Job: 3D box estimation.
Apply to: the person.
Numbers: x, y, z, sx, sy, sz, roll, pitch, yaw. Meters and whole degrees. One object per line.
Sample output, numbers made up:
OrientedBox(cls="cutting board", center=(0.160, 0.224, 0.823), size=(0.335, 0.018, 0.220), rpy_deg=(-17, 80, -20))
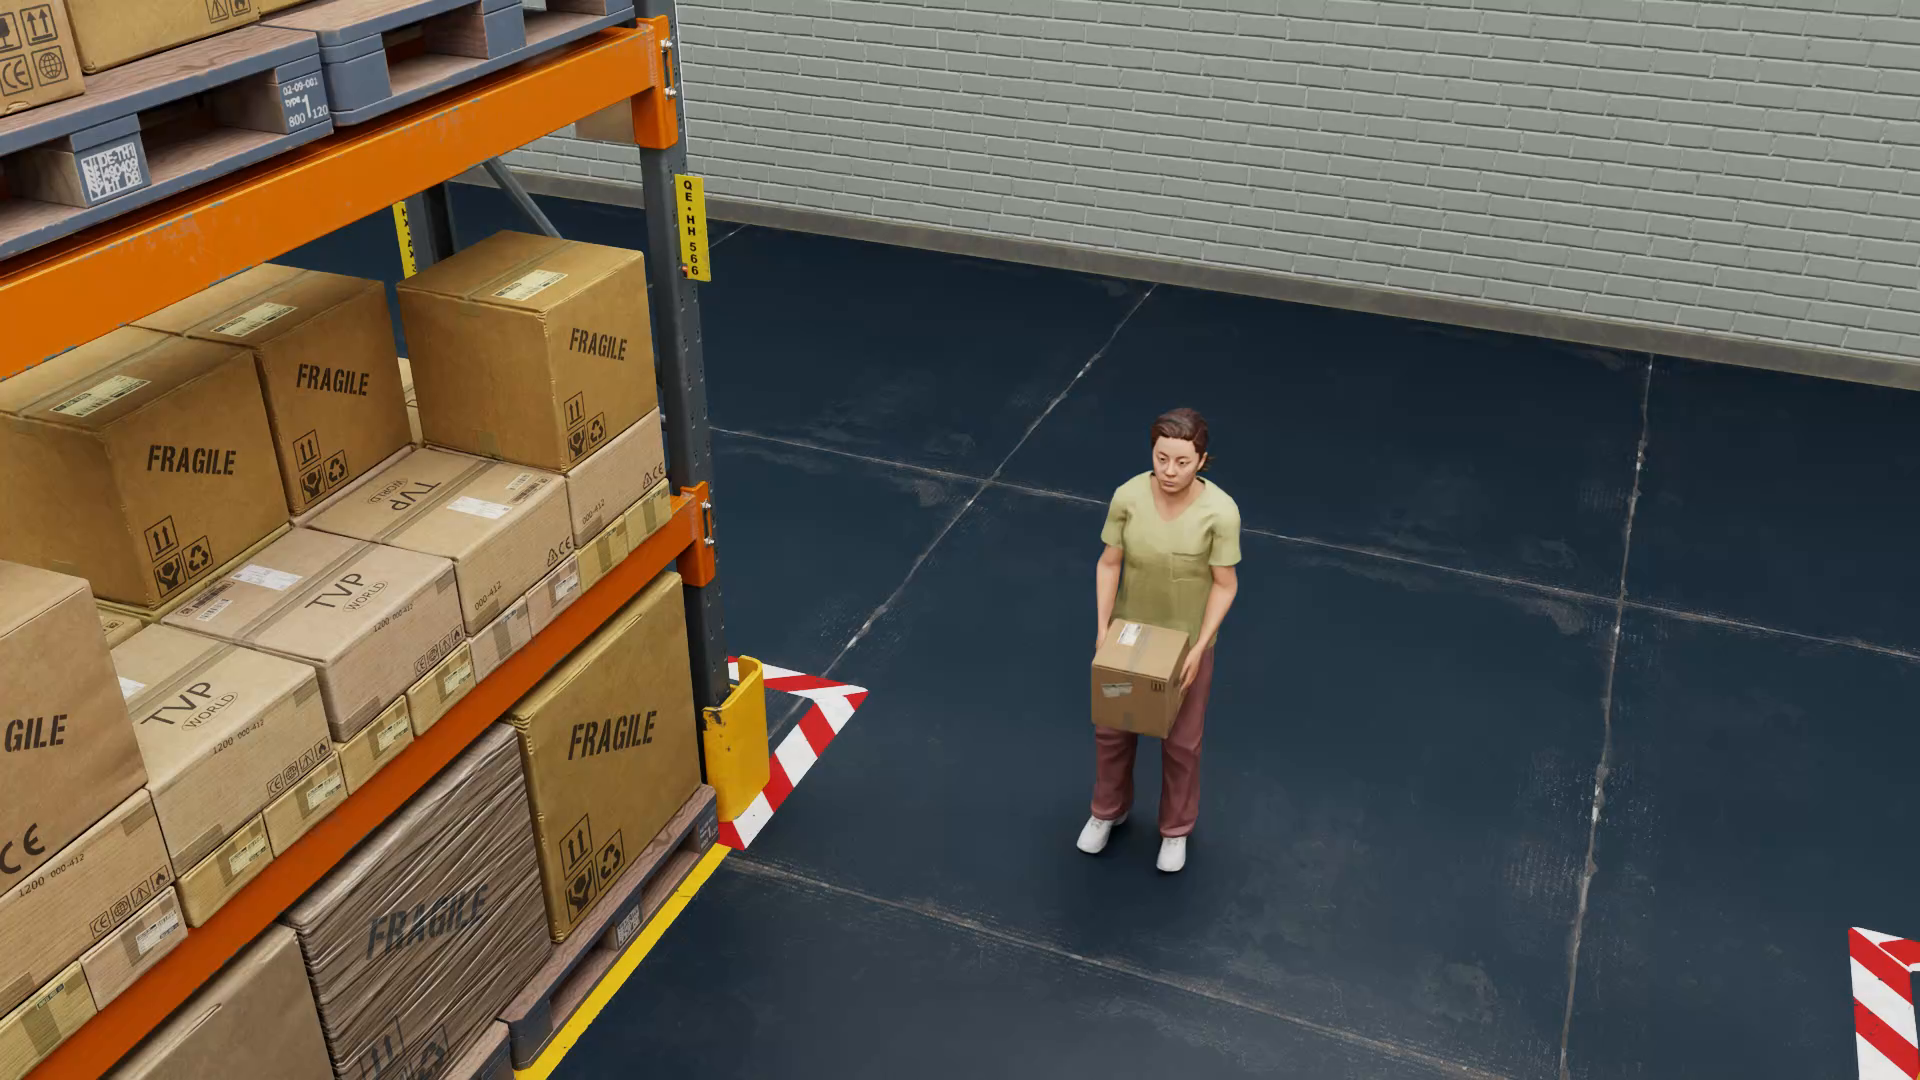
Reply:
OrientedBox(cls="person", center=(0.661, 0.457, 5.578), size=(0.468, 1.428, 0.435), rpy_deg=(11, 32, 18))
